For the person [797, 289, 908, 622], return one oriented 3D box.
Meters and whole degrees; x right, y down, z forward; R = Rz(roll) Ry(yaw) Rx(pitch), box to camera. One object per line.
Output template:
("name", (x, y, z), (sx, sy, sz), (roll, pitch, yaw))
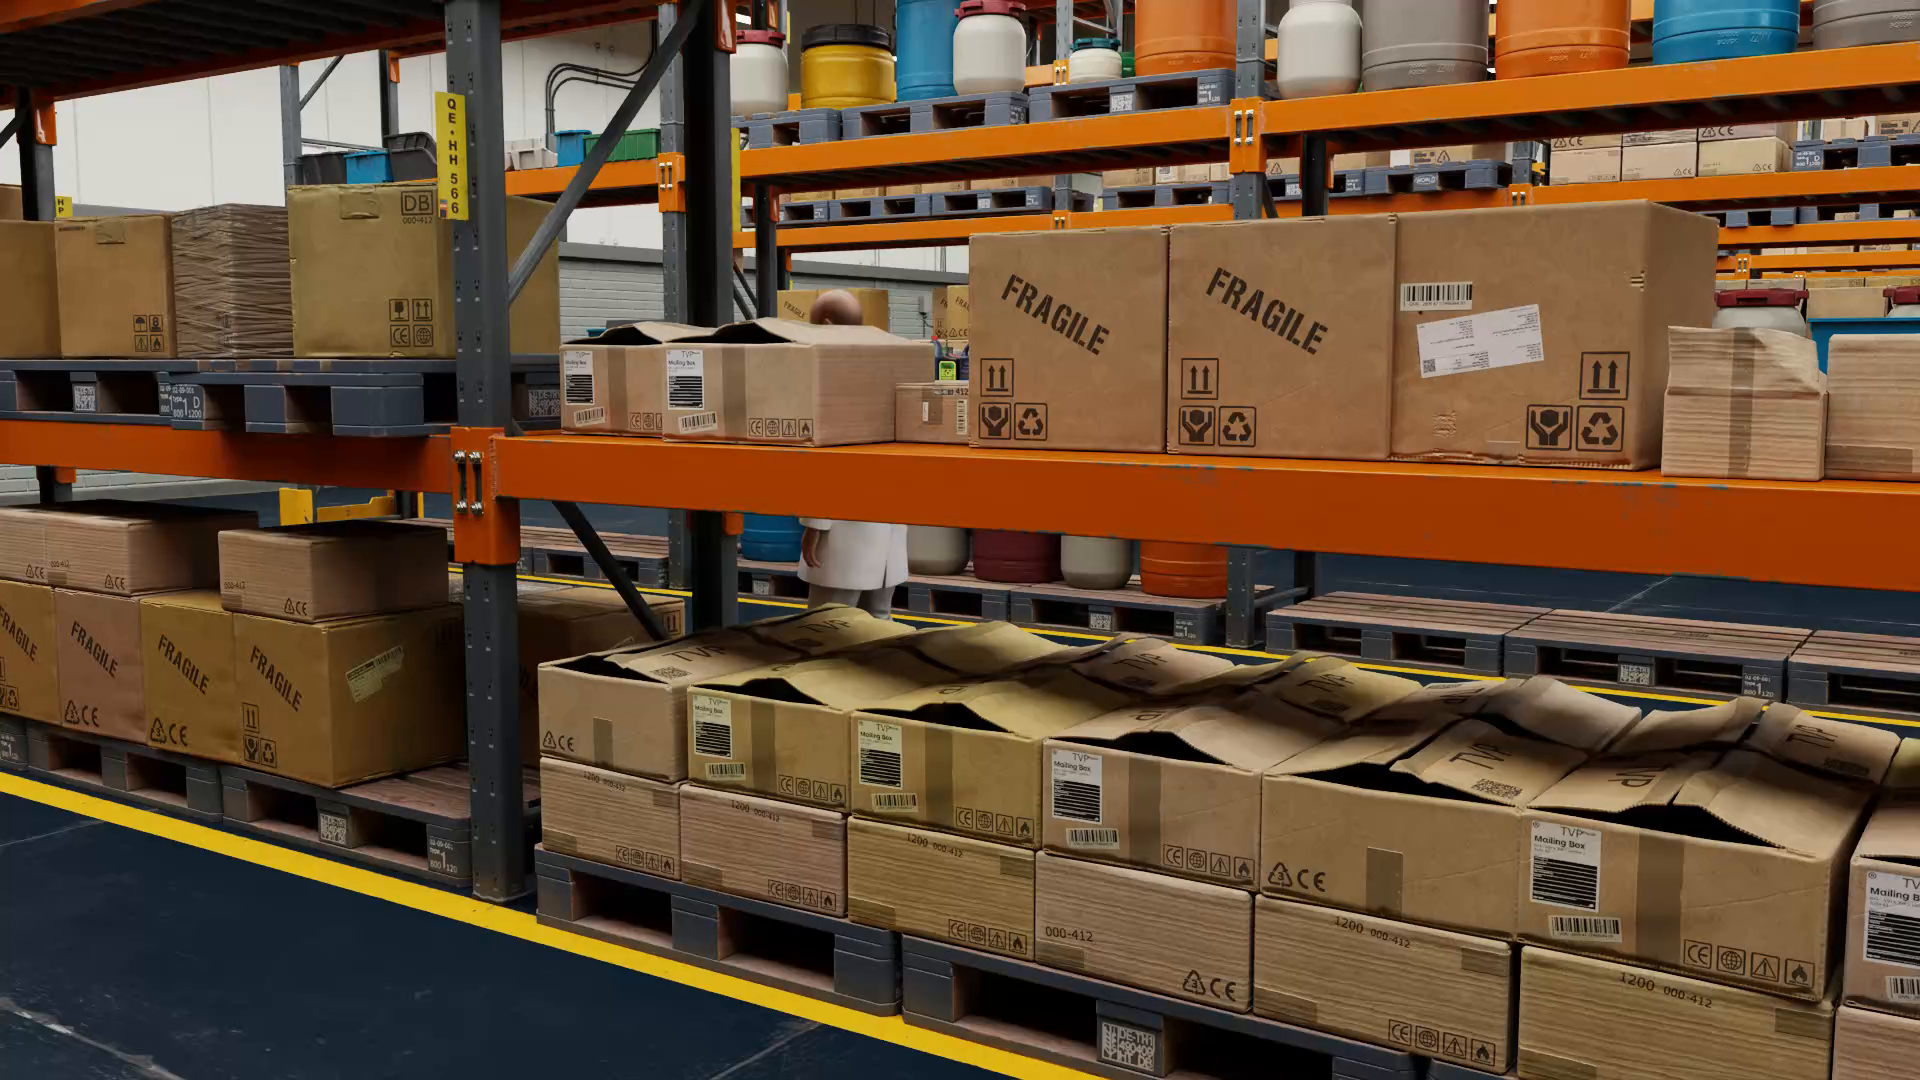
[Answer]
("person", (-0.410, -0.064, 6.363), (0.432, 1.772, 0.643), (4, 7, 31))
